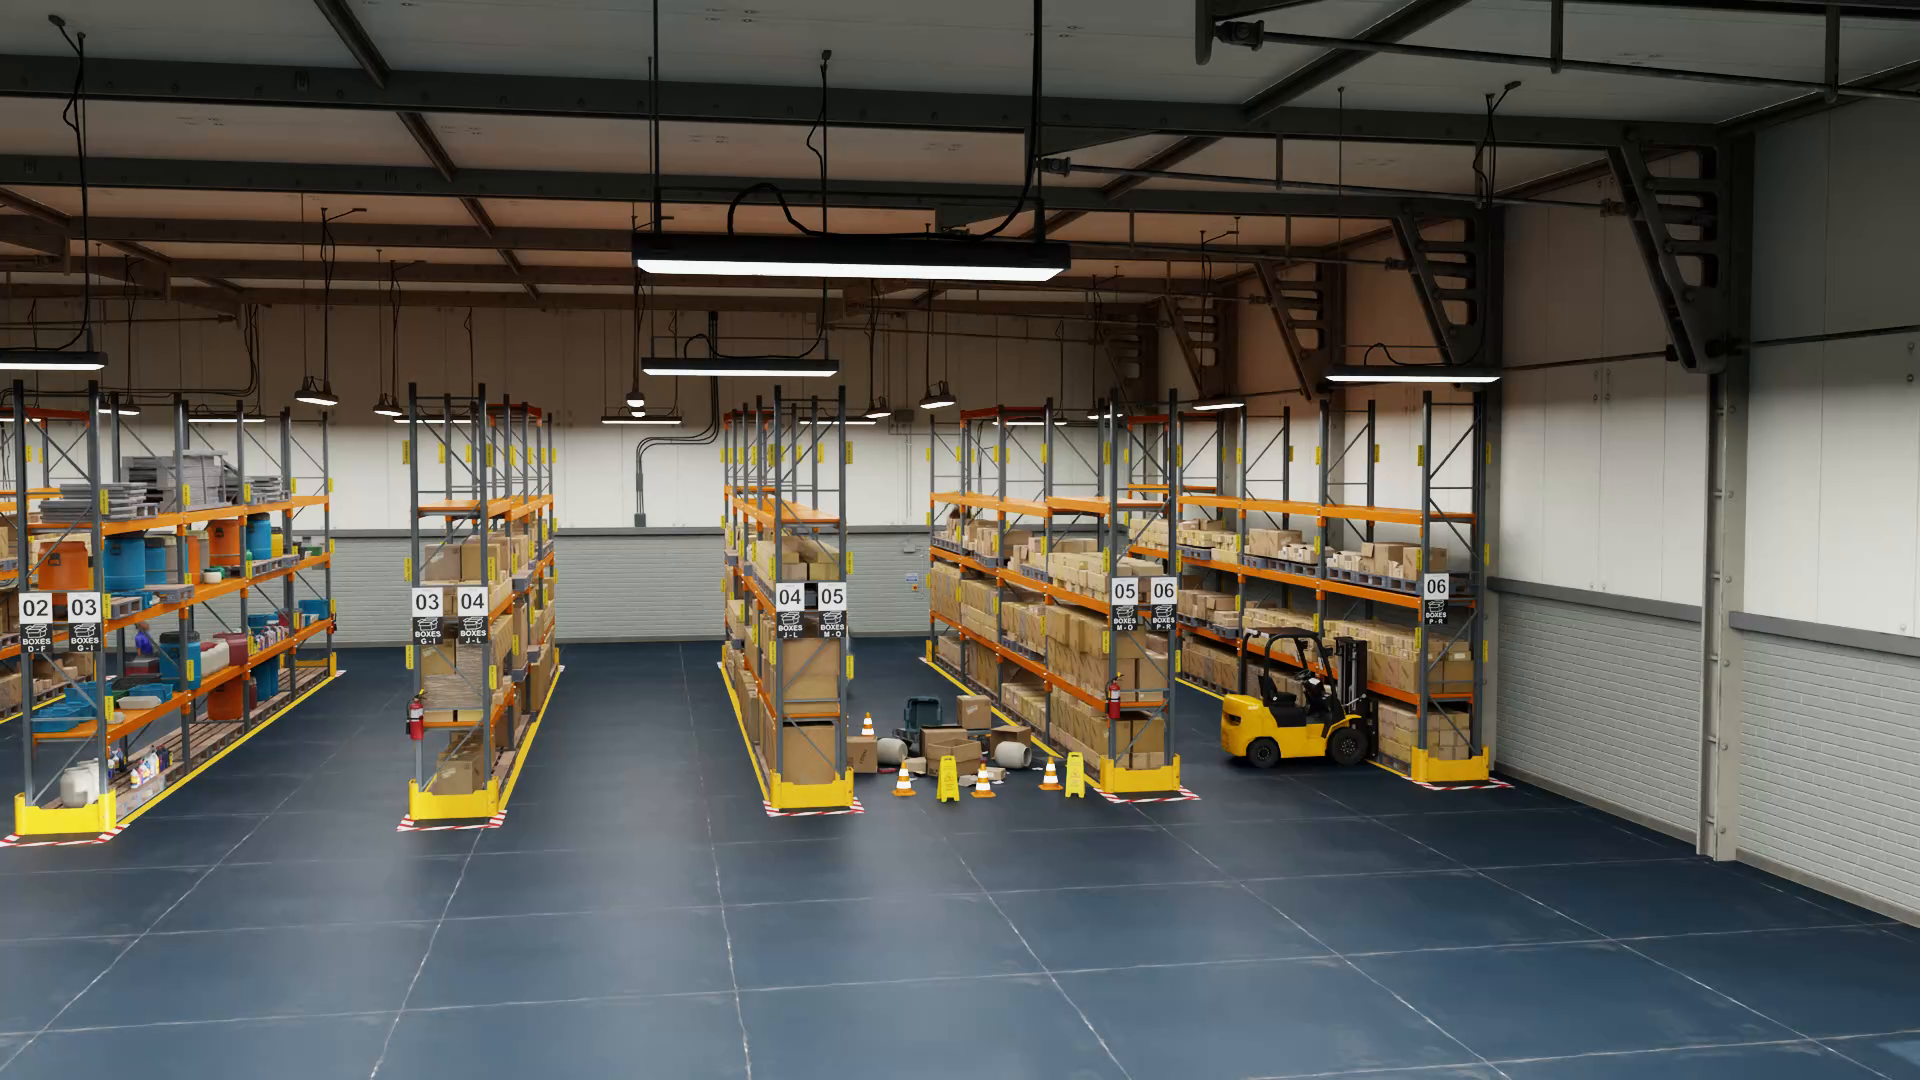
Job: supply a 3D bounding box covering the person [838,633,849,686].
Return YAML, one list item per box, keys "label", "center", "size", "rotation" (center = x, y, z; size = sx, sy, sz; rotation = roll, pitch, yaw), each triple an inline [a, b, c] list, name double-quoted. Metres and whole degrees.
- label: "person"
  center: [-2.652, 2.325, 35.976]
  size: [0.435, 1.715, 0.732]
  rotation: [-1, 3, -14]

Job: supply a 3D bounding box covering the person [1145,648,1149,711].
- label: "person"
  center: [3.460, 2.620, 31.816]
  size: [0.515, 1.580, 0.893]
  rotation: [-1, 3, -10]

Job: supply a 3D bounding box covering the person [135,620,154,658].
- label: "person"
  center: [-16.648, 2.479, 34.042]
  size: [0.502, 1.694, 0.633]
  rotation: [1, 3, 17]
